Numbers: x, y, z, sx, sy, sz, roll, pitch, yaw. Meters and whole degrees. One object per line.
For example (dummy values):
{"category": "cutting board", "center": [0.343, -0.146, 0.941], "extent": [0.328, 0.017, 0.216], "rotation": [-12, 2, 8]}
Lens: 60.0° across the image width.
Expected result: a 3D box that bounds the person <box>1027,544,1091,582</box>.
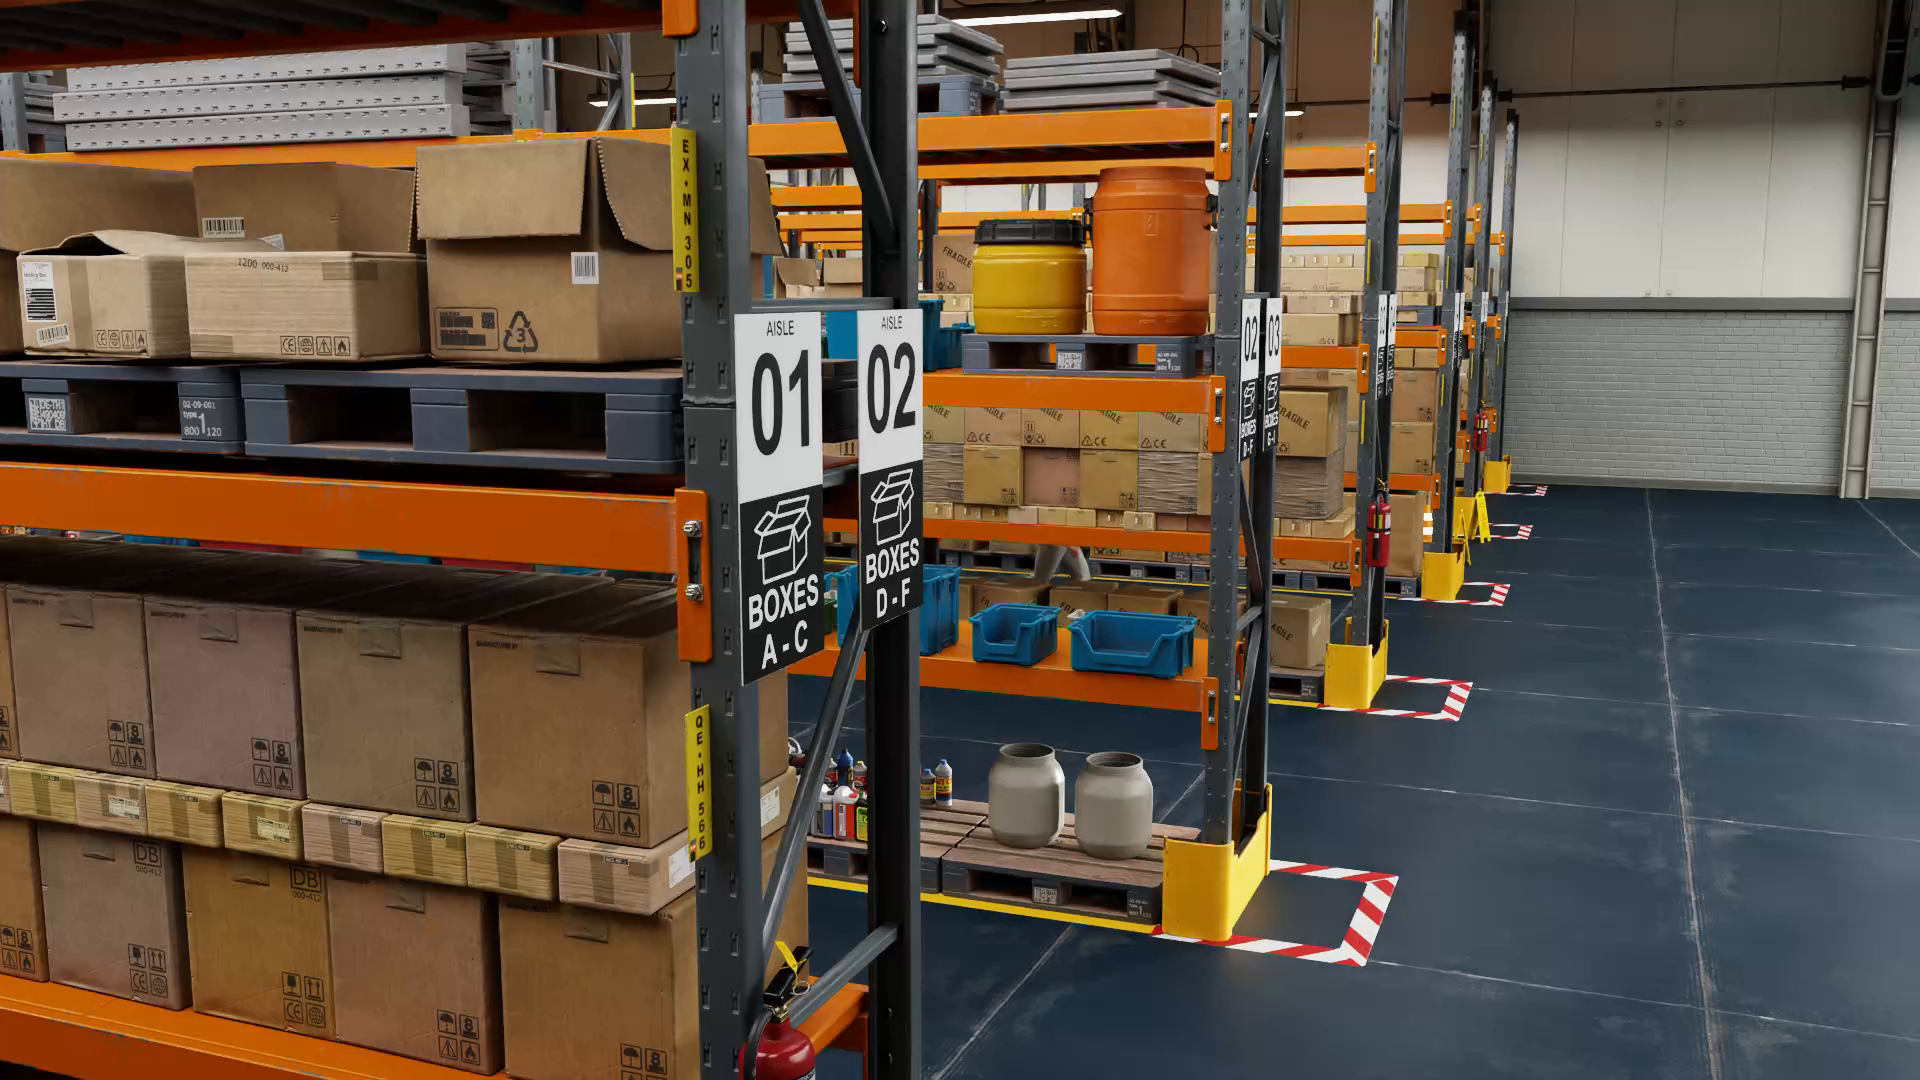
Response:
{"category": "person", "center": [0.996, -0.027, 15.907], "extent": [1.077, 1.707, 0.557], "rotation": [3, 9, 20]}
